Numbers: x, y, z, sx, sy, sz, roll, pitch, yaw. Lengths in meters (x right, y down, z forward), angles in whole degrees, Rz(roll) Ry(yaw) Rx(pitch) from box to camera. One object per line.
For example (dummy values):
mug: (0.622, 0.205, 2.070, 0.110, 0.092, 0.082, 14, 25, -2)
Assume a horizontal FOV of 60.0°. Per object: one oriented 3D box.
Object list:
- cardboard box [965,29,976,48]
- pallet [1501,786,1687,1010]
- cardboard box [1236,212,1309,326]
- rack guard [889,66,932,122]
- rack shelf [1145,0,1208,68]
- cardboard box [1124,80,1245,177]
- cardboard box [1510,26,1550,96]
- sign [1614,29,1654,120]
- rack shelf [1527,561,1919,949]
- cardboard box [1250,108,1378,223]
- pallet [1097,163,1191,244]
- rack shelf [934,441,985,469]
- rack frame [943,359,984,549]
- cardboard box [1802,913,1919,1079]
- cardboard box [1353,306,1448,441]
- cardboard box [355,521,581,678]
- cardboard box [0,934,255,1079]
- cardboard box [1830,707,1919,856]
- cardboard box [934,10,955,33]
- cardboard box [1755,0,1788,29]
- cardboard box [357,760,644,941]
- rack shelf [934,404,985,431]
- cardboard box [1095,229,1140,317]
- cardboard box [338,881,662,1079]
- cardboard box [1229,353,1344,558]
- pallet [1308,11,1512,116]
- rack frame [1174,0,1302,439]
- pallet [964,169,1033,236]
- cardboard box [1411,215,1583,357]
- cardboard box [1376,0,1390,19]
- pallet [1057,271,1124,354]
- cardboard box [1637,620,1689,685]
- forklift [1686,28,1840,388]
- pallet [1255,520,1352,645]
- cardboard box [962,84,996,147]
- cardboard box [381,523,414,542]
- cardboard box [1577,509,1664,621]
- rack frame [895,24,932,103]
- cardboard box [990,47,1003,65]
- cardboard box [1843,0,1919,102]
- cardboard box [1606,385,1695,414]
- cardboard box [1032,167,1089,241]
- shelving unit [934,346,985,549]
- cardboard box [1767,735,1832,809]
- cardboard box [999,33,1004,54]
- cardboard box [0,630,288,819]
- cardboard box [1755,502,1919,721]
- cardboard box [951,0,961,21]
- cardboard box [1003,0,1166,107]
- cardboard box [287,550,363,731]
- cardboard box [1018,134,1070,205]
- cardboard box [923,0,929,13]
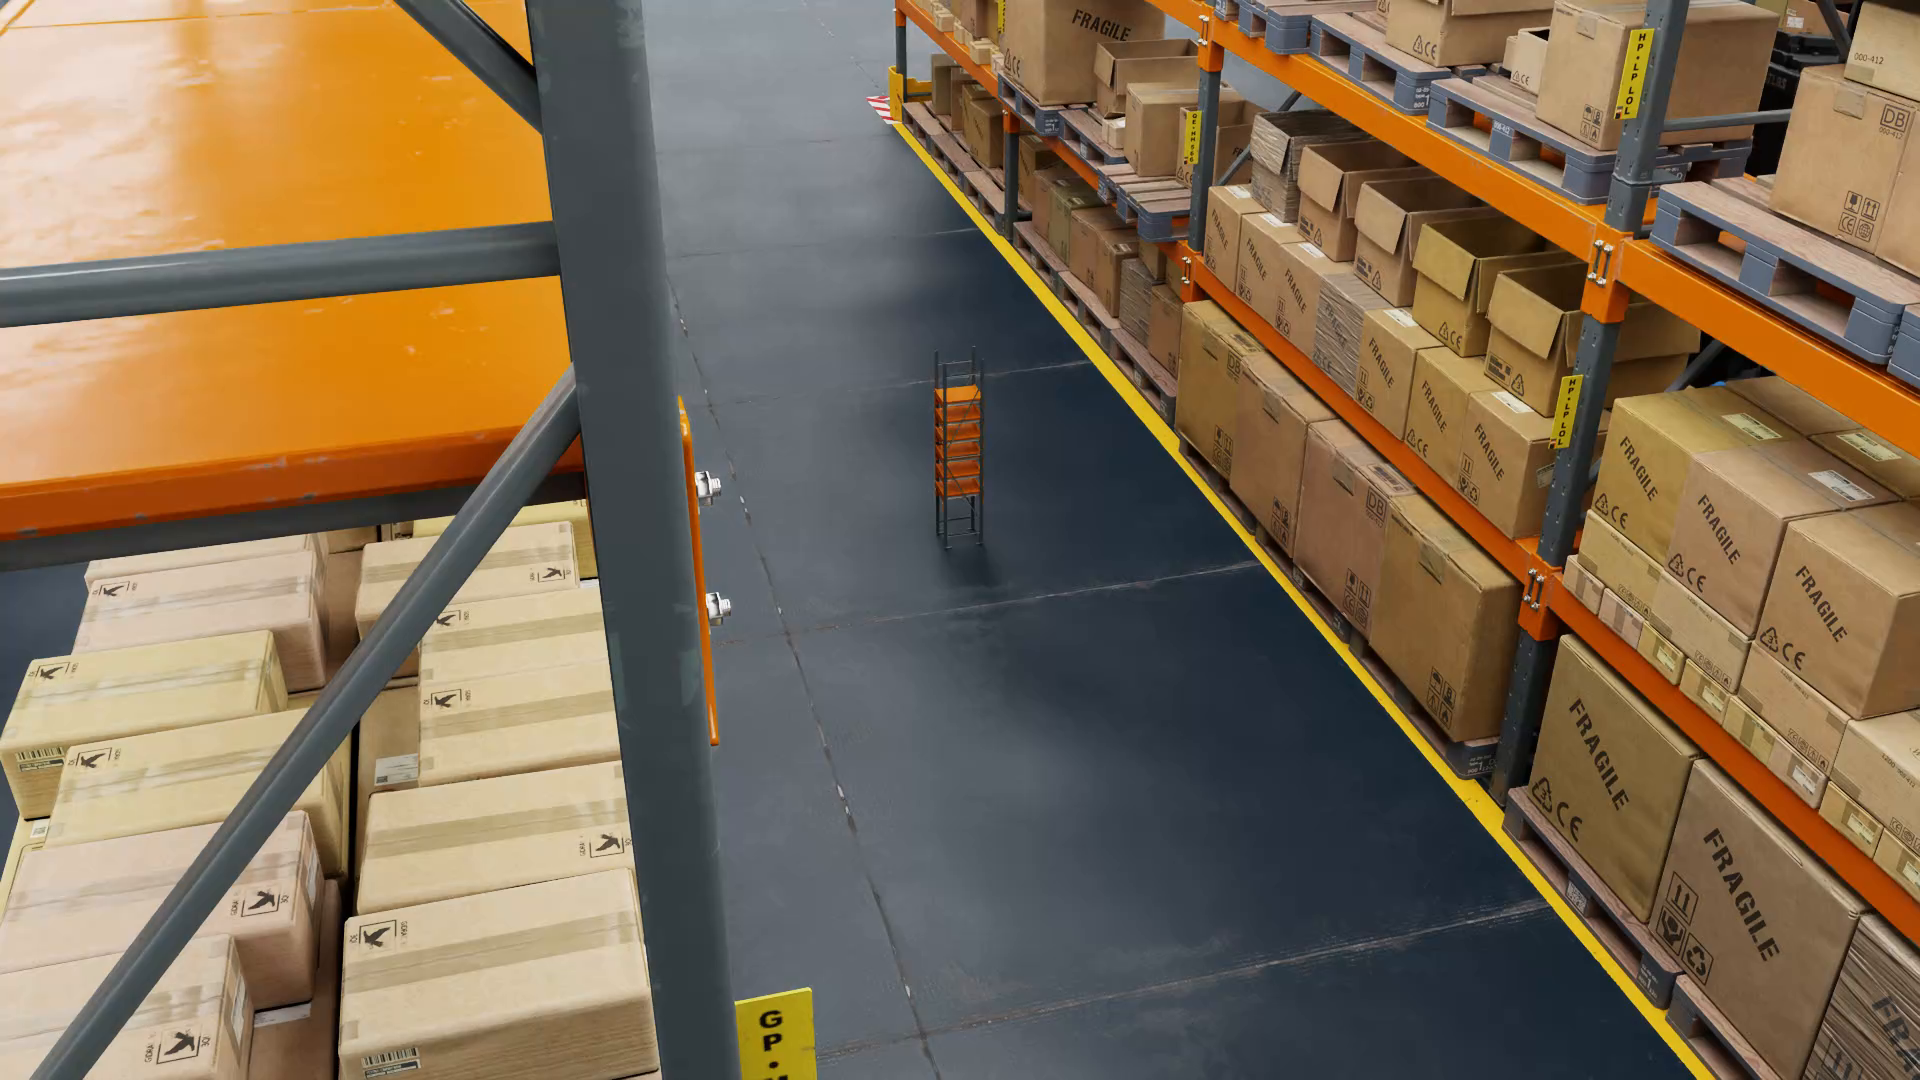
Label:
cardboard box: (0.257, -4.563, 15.120, 0.380, 0.149, 0.250, -8, 31, -13)
pallet: (3.132, 1.452, 7.261, 1.003, 0.211, 1.213, -8, 31, -13)
cardboard box: (1.949, -1.588, 9.630, 0.500, 0.500, 0.500, -9, 31, -15)
rack guard: (-0.160, -4.810, 17.791, 1.175, 0.500, 0.348, -8, 31, -13)
rack shelf: (1.413, -4.017, 11.651, 1.077, 0.370, 4.000, -8, 31, -13)
cardboard box: (1.517, -2.801, 11.307, 0.700, 0.500, 0.500, -3, 30, -6)
cardboard box: (2.801, -2.116, 7.317, 0.500, 0.311, 0.500, -9, 31, -15)
sign: (2.485, -1.714, 6.123, 0.100, 0.325, 0.005, -8, 31, -13)
rack shelf: (3.536, 1.145, 5.727, 1.077, 0.370, 4.000, -8, 31, -13)
cardboard box: (2.122, -2.186, 9.663, 0.797, 0.503, 0.637, -7, 31, -12)
pallet: (1.652, -2.311, 11.171, 1.213, 0.211, 1.003, -8, 31, -13)
rack shelf: (-0.004, -0.488, 9.715, 0.258, 0.103, 0.180, -8, 31, -13)
rack frame: (0.020, -0.482, 9.616, 0.240, 1.200, 0.006, -8, 31, -13)
cardboard box: (3.578, 1.799, 5.580, 0.875, 0.875, 0.875, -8, 31, -13)
cardboard box: (2.348, -0.857, 8.367, 0.500, 0.500, 0.500, -8, 31, -14)
cardboard box: (-0.895, 0.107, 3.060, 0.380, 0.149, 0.250, -7, 31, -12)
cardboard box: (-1.114, 0.667, 2.094, 0.380, 0.149, 0.250, -8, 31, -14)
cardboard box: (3.271, 0.795, 5.466, 0.500, 0.250, 0.500, -8, 31, -13)
cardboard box: (-0.029, -4.913, 15.725, 0.380, 0.149, 0.250, -8, 31, -13)
cardboard box: (9.435, -6.030, 18.982, 0.500, 0.500, 0.500, -8, 31, -13)
cardboard box: (-0.659, 0.476, 2.423, 0.380, 0.149, 0.250, -7, 31, -11)
rack shelf: (-0.004, -0.696, 9.595, 0.258, 0.103, 0.180, -8, 31, -13)
cardboard box: (1.430, -2.033, 12.555, 0.700, 0.500, 0.500, -5, 30, -9)
cardboard box: (-0.611, 0.709, 2.418, 0.500, 0.250, 0.500, -7, 31, -12)
cardboard box: (2.336, -0.559, 9.654, 1.225, 0.875, 0.875, -8, 31, -13)
pallet: (2.465, -2.437, 8.391, 1.003, 0.211, 1.213, -6, 31, -11)
rack frame: (1.943, -2.064, 10.553, 1.000, 3.000, 0.127, -8, 31, -13)
pallet: (0.669, -3.109, 15.142, 1.003, 0.211, 1.213, -8, 31, -13)
cardboard box: (2.657, -1.250, 8.046, 0.797, 0.503, 0.637, -8, 31, -13)
cardboard box: (2.489, -2.897, 8.479, 0.500, 0.500, 0.500, -6, 31, -11)
pallet: (1.417, -1.823, 12.920, 1.003, 0.211, 1.213, -8, 31, -13)
cardboard box: (2.903, 0.418, 6.516, 0.380, 0.149, 0.250, -7, 31, -12)
forklift: (4.538, -1.648, 9.903, 1.130, 2.935, 3.031, -8, 31, -14)
pallet: (2.400, 0.122, 9.560, 1.003, 0.211, 1.213, -8, 31, -13)
cardboard box: (0.309, -4.135, 16.207, 0.500, 0.500, 0.500, -5, 30, -9)
cardboard box: (-1.006, -0.028, 3.691, 0.500, 0.250, 0.500, -9, 31, -15)
cardboard box: (2.877, 0.066, 6.726, 0.500, 0.250, 0.500, -8, 31, -14)
rack frame: (-0.180, -5.928, 17.229, 1.000, 3.000, 0.127, -8, 31, -13)
cardboard box: (0.476, -4.203, 14.499, 0.380, 0.149, 0.250, -8, 31, -13)
cardboard box: (3.249, -1.568, 5.335, 0.500, 0.250, 0.500, -10, 31, -16)
cardboard box: (3.124, -0.431, 7.632, 0.500, 0.500, 0.500, -8, 31, -13)
cardboard box: (1.024, -2.805, 13.890, 0.700, 0.500, 0.500, -10, 32, -17)
shelving unit: (-0.004, -0.526, 9.693, 0.258, 1.200, 0.189, -8, 31, -13)
cardboard box: (3.108, 0.789, 5.874, 0.380, 0.149, 0.250, -7, 31, -13)
cardboard box: (0.822, -4.394, 14.181, 0.875, 0.500, 0.500, -8, 31, -13)
cardboard box: (-1.328, 0.297, 2.731, 0.380, 0.149, 0.250, -7, 31, -12)
cardboard box: (3.152, 0.234, 5.686, 0.500, 0.500, 0.500, -9, 31, -15)
cardboard box: (0.401, -5.115, 15.427, 0.875, 0.500, 0.500, -8, 31, -13)
cardboard box: (0.958, -4.035, 12.940, 1.000, 1.000, 1.000, -8, 31, -13)
cardboard box: (-1.380, 0.277, 3.164, 0.500, 0.250, 0.500, -7, 31, -13)
cardboard box: (0.814, -3.295, 14.755, 0.500, 0.500, 0.500, -9, 31, -15)
cardboard box: (-0.148, -5.286, 16.370, 0.380, 0.149, 0.250, -8, 31, -13)
